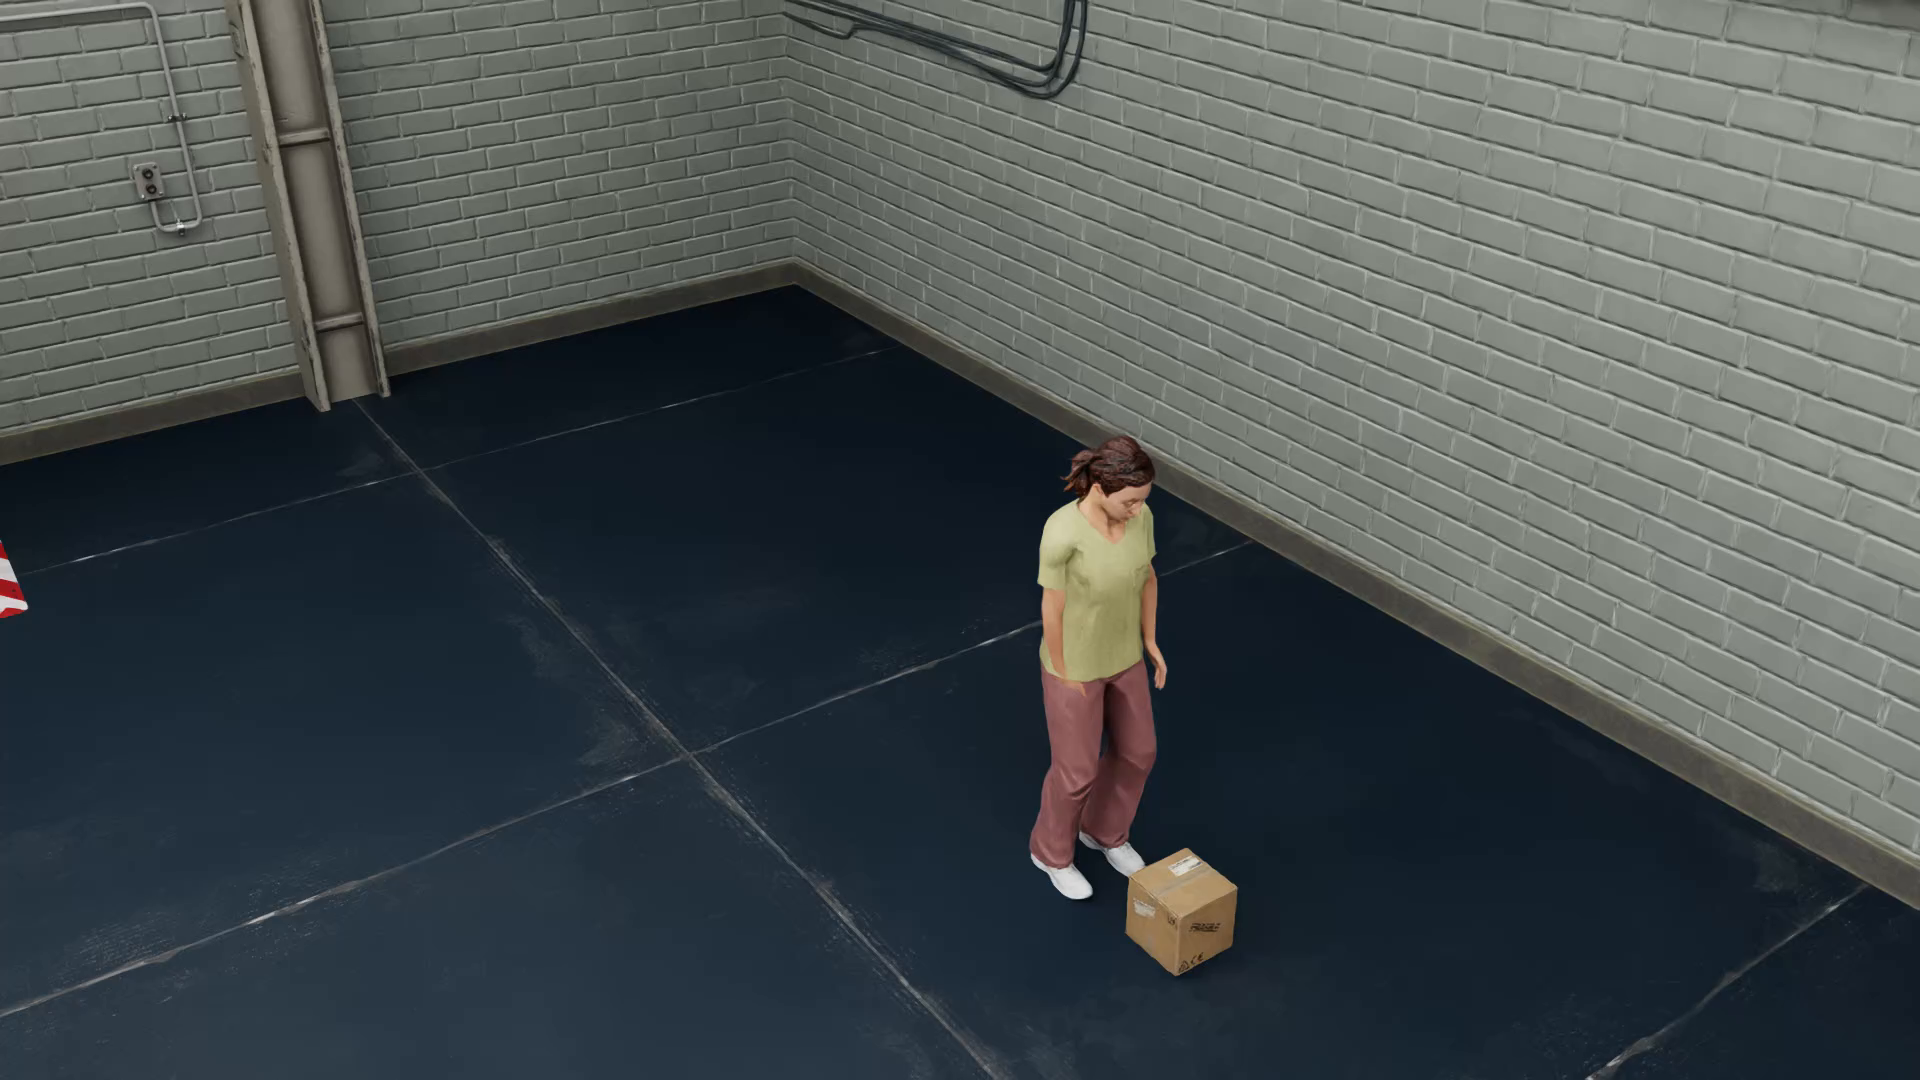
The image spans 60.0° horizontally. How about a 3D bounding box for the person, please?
[{"bbox_3d":[0.457,0.402,5.421,0.458,1.659,0.351,-18,33,-29],"label":"person"}]
